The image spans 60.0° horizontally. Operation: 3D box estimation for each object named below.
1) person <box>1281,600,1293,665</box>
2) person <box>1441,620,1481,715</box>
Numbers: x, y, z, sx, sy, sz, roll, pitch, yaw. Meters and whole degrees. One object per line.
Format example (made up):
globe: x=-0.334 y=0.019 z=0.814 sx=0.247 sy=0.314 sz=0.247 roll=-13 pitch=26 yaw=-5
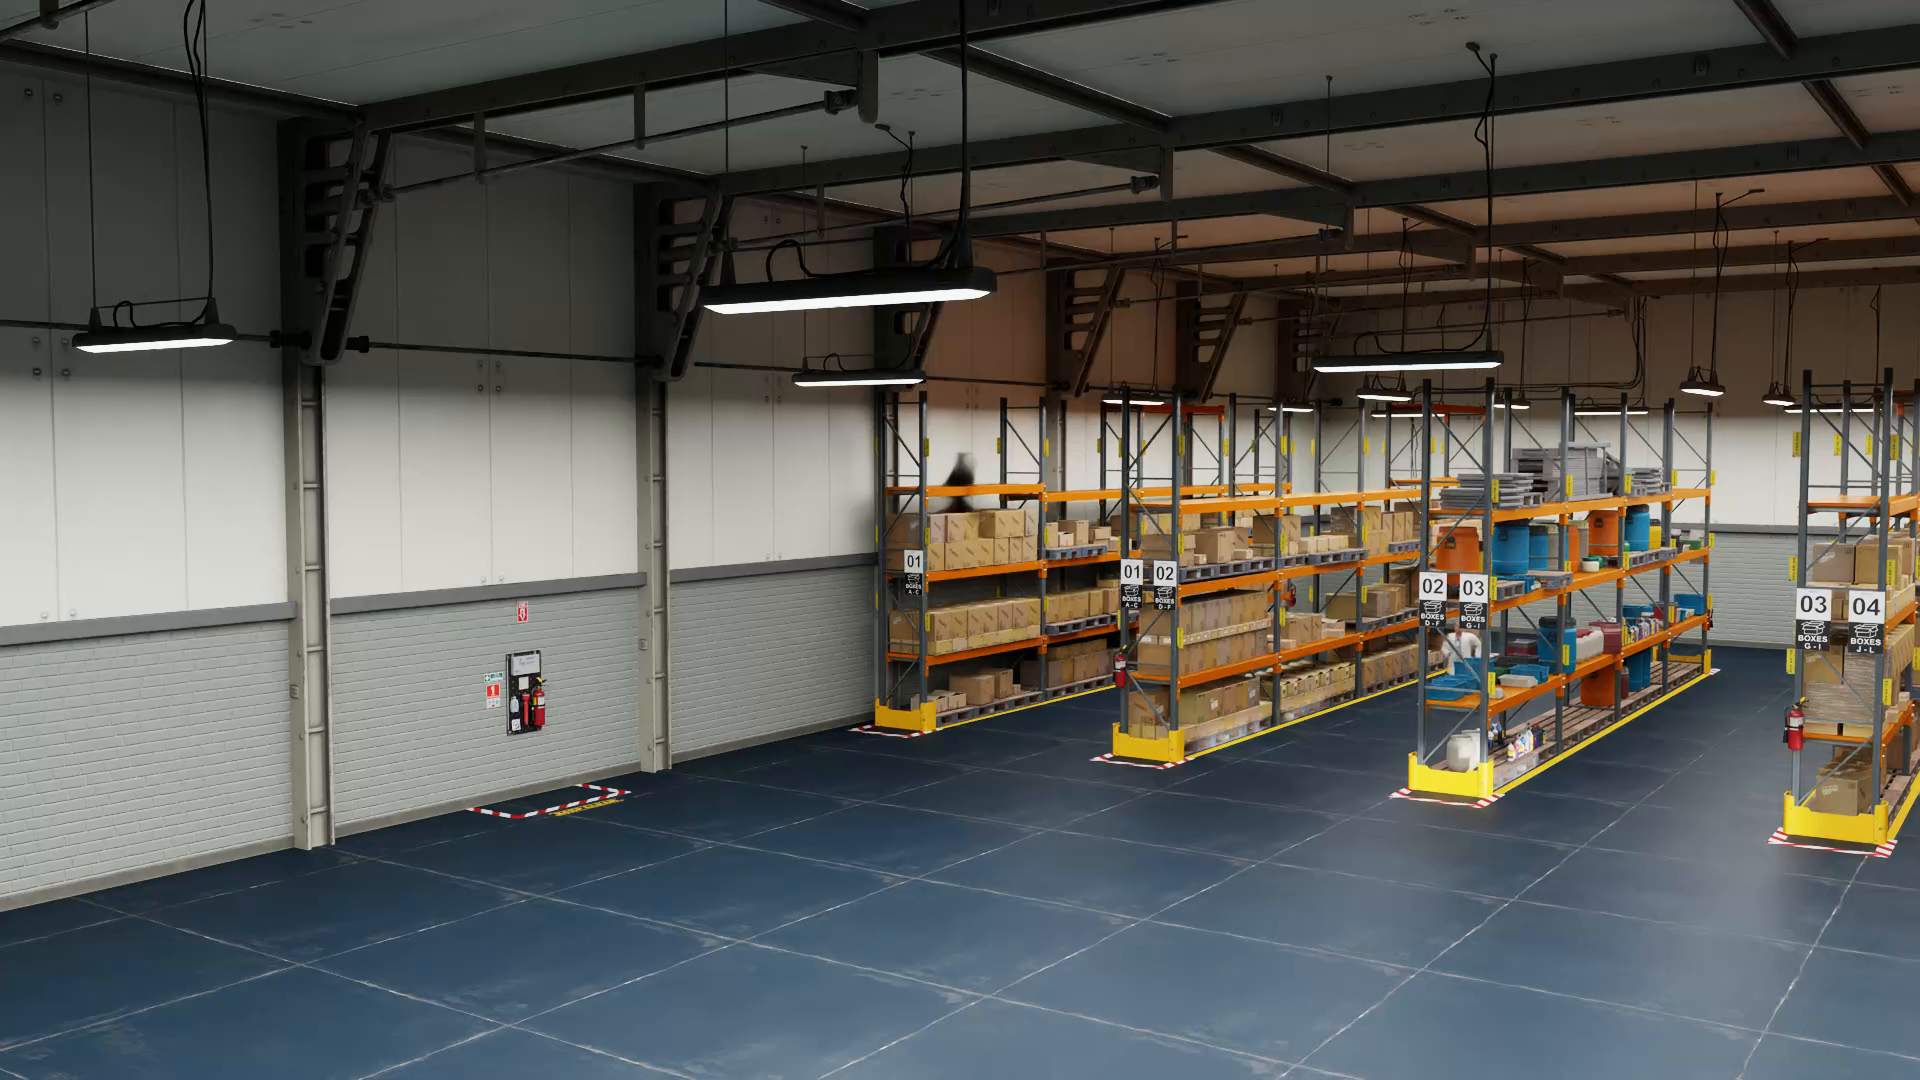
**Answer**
person: x=7.037 y=2.159 z=36.020 sx=0.545 sy=1.749 sz=0.848 roll=3 pitch=4 yaw=40
person: x=9.384 y=2.389 z=31.225 sx=0.685 sy=1.780 sz=0.846 roll=2 pitch=4 yaw=34
